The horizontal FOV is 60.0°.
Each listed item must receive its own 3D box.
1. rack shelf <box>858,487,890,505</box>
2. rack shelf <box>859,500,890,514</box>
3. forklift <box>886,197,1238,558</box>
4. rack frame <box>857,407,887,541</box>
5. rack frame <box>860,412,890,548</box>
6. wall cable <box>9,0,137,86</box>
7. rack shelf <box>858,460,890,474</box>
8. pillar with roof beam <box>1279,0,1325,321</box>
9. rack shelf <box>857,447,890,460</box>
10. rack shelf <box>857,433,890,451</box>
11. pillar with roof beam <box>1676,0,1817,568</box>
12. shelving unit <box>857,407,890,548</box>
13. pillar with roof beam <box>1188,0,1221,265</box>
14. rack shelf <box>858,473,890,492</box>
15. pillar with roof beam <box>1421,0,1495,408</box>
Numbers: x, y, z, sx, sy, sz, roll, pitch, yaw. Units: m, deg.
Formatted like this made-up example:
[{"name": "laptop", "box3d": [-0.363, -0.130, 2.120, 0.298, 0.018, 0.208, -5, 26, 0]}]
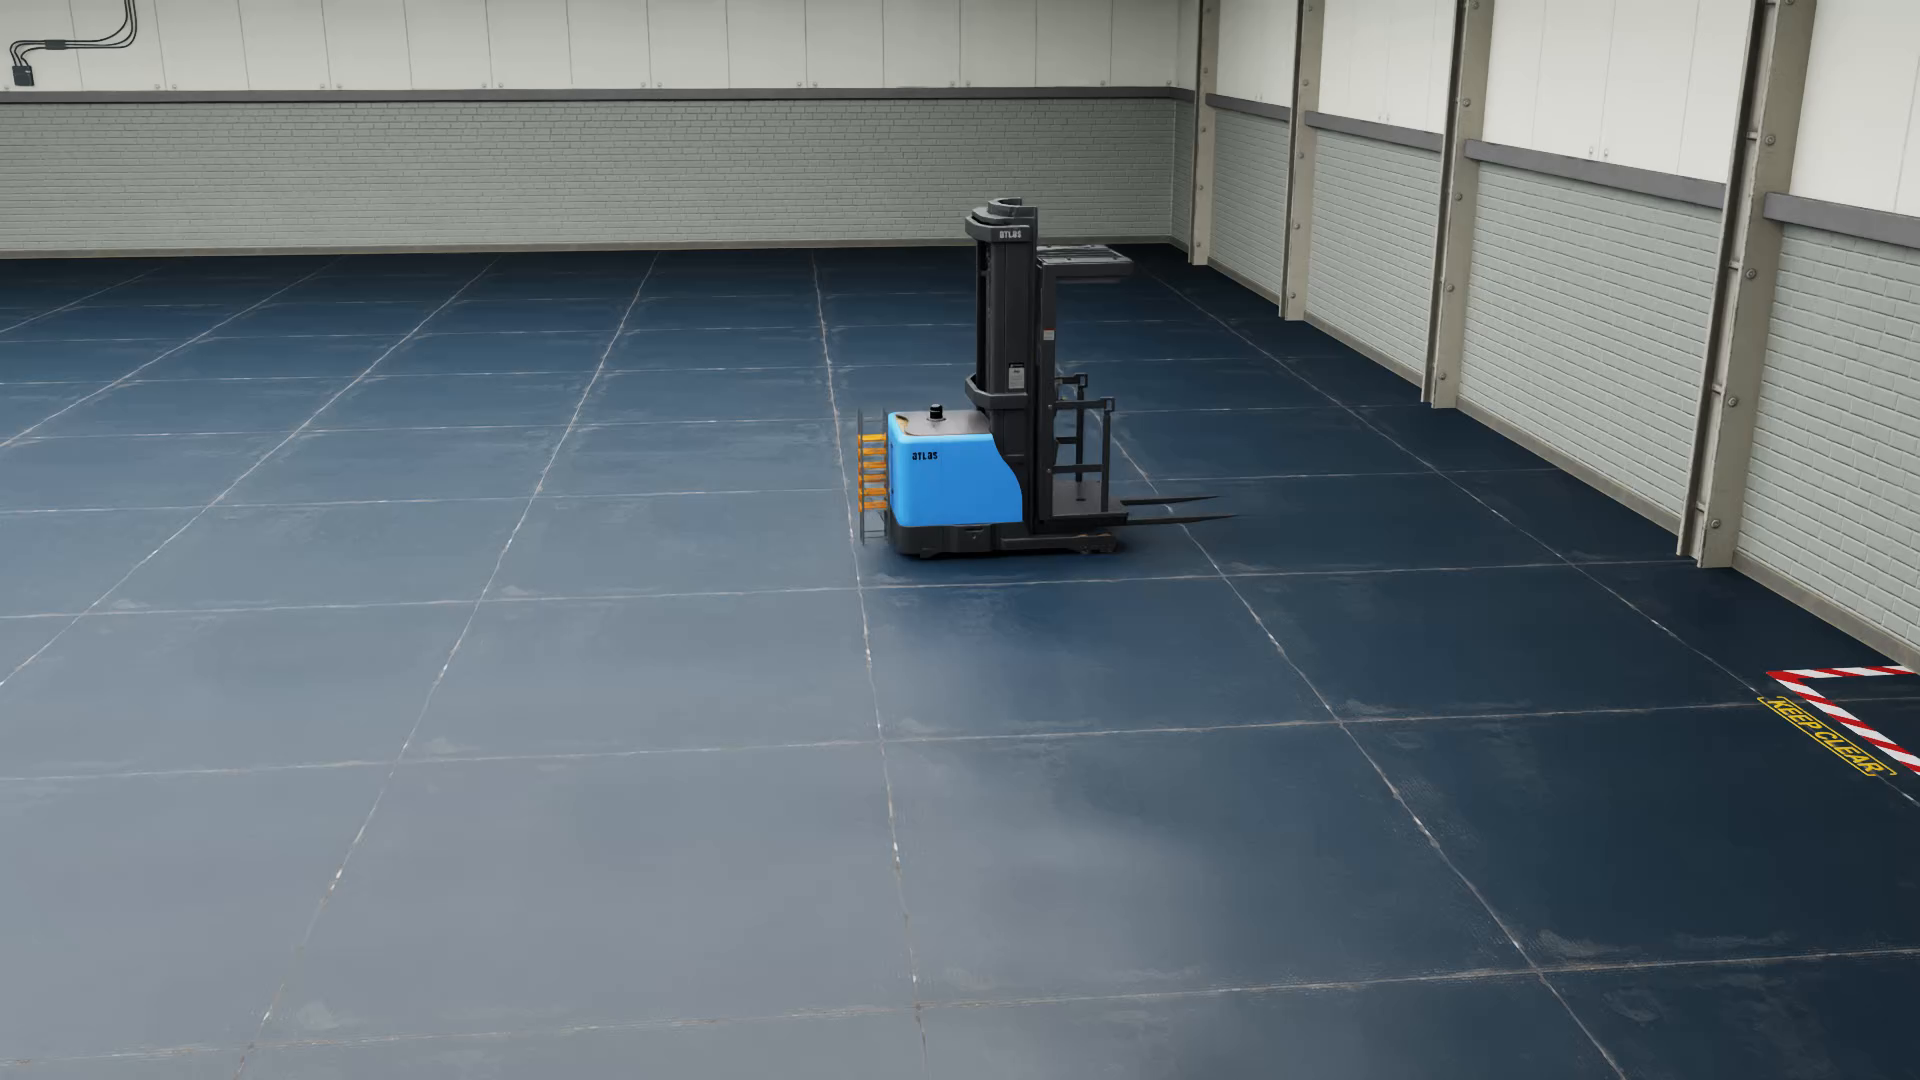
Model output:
[{"name": "rack shelf", "box3d": [-0.746, -0.384, 14.445, 0.258, 0.103, 0.180, -3, 18, -10]}, {"name": "rack shelf", "box3d": [-0.746, -0.269, 14.481, 0.258, 0.103, 0.180, -3, 18, -10]}, {"name": "forklift", "box3d": [0.899, -1.432, 14.345, 3.031, 2.935, 1.130, -3, 18, -9]}, {"name": "rack frame", "box3d": [-0.762, -0.568, 14.482, 0.240, 1.200, 0.006, -3, 18, -10]}, {"name": "rack frame", "box3d": [-0.730, -0.514, 14.310, 0.240, 1.200, 0.006, -3, 18, -10]}, {"name": "wall cable", "box3d": [-16.397, -11.344, 30.109, 2.305, 6.003, 0.169, -2, 18, -6]}, {"name": "rack shelf", "box3d": [-0.746, -0.613, 14.373, 0.258, 0.103, 0.180, -3, 18, -10]}, {"name": "pillar with roof beam", "box3d": [0.816, -7.567, 23.755, 9.100, 9.000, 0.400, -2, 18, -6]}, {"name": "rack shelf", "box3d": [-0.746, -0.727, 14.338, 0.258, 0.103, 0.180, -3, 18, -10]}, {"name": "rack shelf", "box3d": [-0.746, -0.842, 14.302, 0.258, 0.103, 0.180, -3, 18, -10]}, {"name": "pillar with roof beam", "box3d": [2.053, -3.991, 12.367, 9.100, 9.000, 0.400, -2, 18, -6]}, {"name": "shelving unit", "box3d": [-0.746, -0.541, 14.396, 0.258, 1.200, 0.189, -3, 18, -10]}, {"name": "pillar with roof beam", "box3d": [0.197, -9.354, 29.449, 9.100, 9.000, 0.400, -2, 18, -6]}, {"name": "rack shelf", "box3d": [-0.746, -0.498, 14.409, 0.258, 0.103, 0.180, -3, 18, -10]}, {"name": "pillar with roof beam", "box3d": [1.435, -5.779, 18.061, 9.100, 9.000, 0.400, -2, 18, -6]}]
